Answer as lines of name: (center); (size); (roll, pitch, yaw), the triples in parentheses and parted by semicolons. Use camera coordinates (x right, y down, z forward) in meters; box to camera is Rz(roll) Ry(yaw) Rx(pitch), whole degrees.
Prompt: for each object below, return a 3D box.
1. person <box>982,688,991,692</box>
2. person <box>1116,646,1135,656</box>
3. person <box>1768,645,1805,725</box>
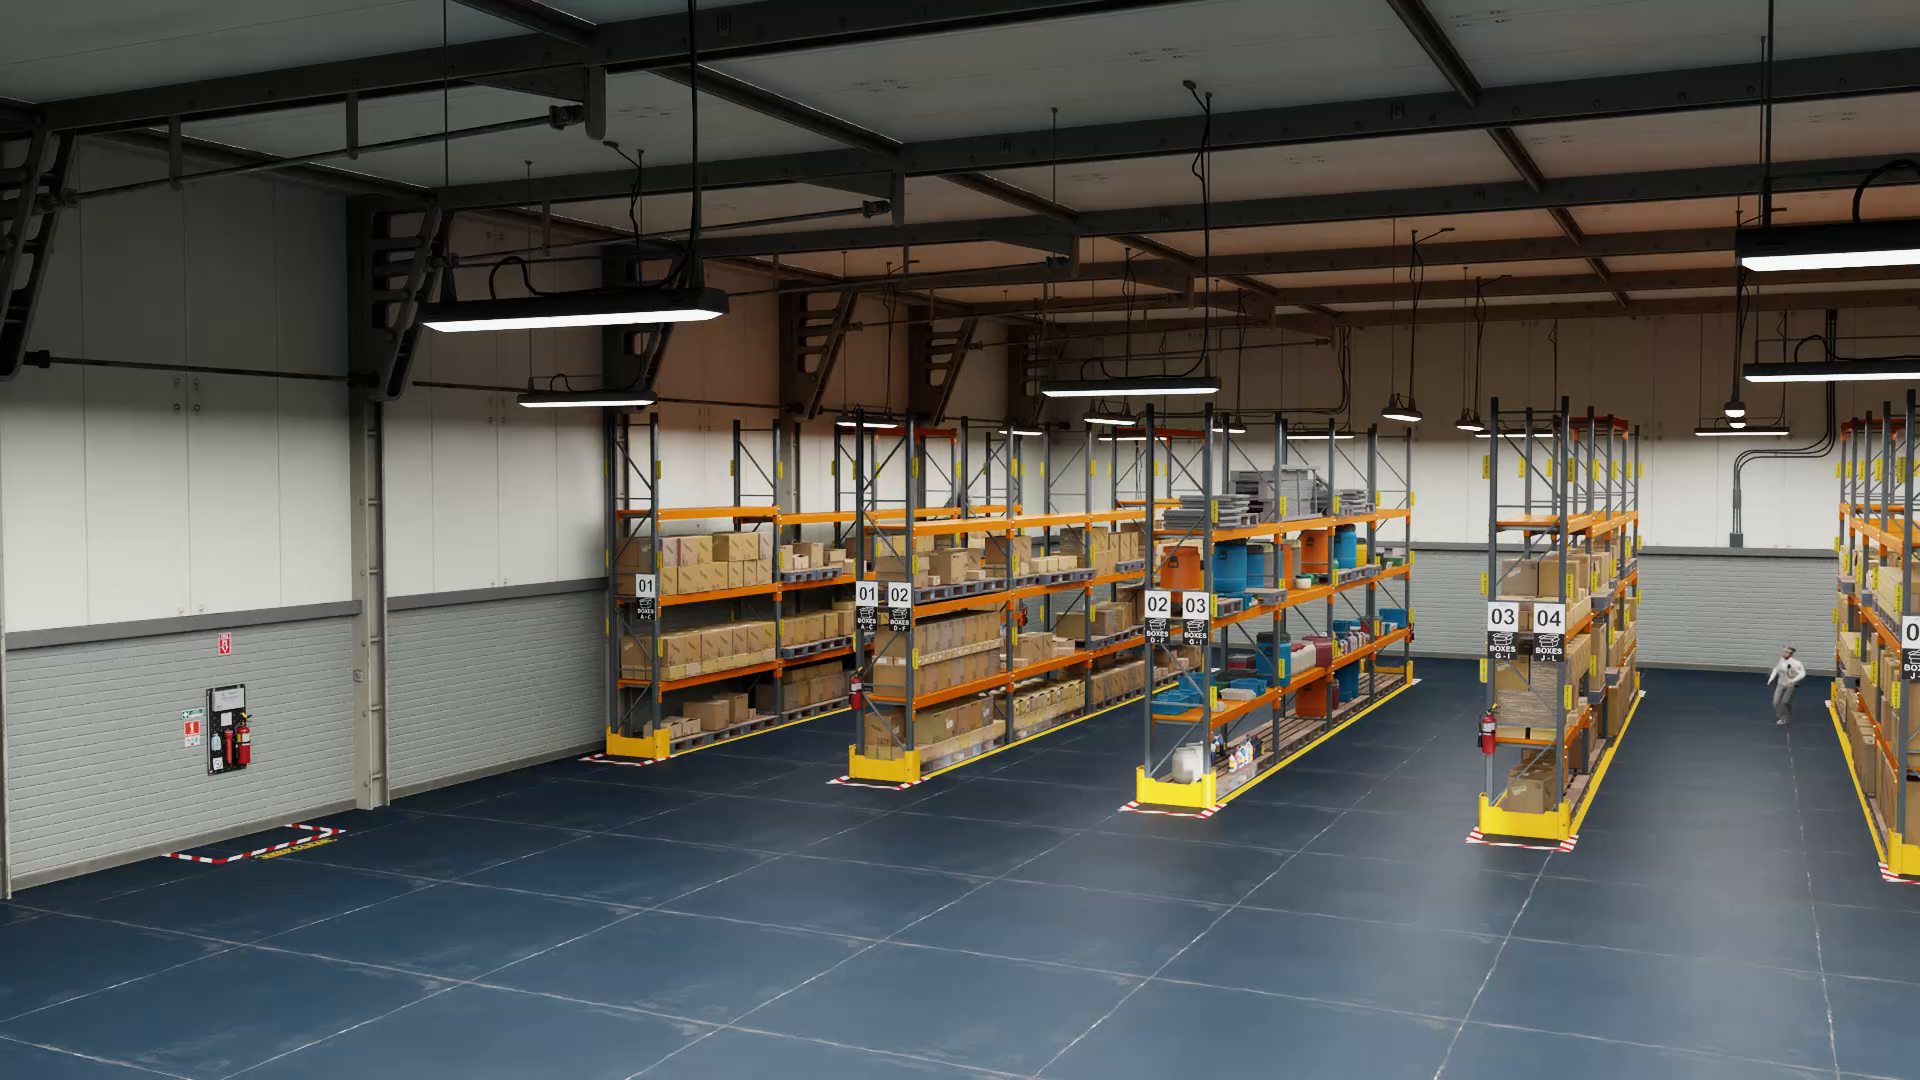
person: (0.417, 2.702, 36.848); (0.622, 1.471, 1.036); (2, 3, 35)
person: (4.374, 2.347, 43.068); (0.564, 1.678, 0.773); (2, 3, 33)
person: (16.227, 2.853, 32.619); (0.497, 1.601, 0.683); (-2, 3, -36)
